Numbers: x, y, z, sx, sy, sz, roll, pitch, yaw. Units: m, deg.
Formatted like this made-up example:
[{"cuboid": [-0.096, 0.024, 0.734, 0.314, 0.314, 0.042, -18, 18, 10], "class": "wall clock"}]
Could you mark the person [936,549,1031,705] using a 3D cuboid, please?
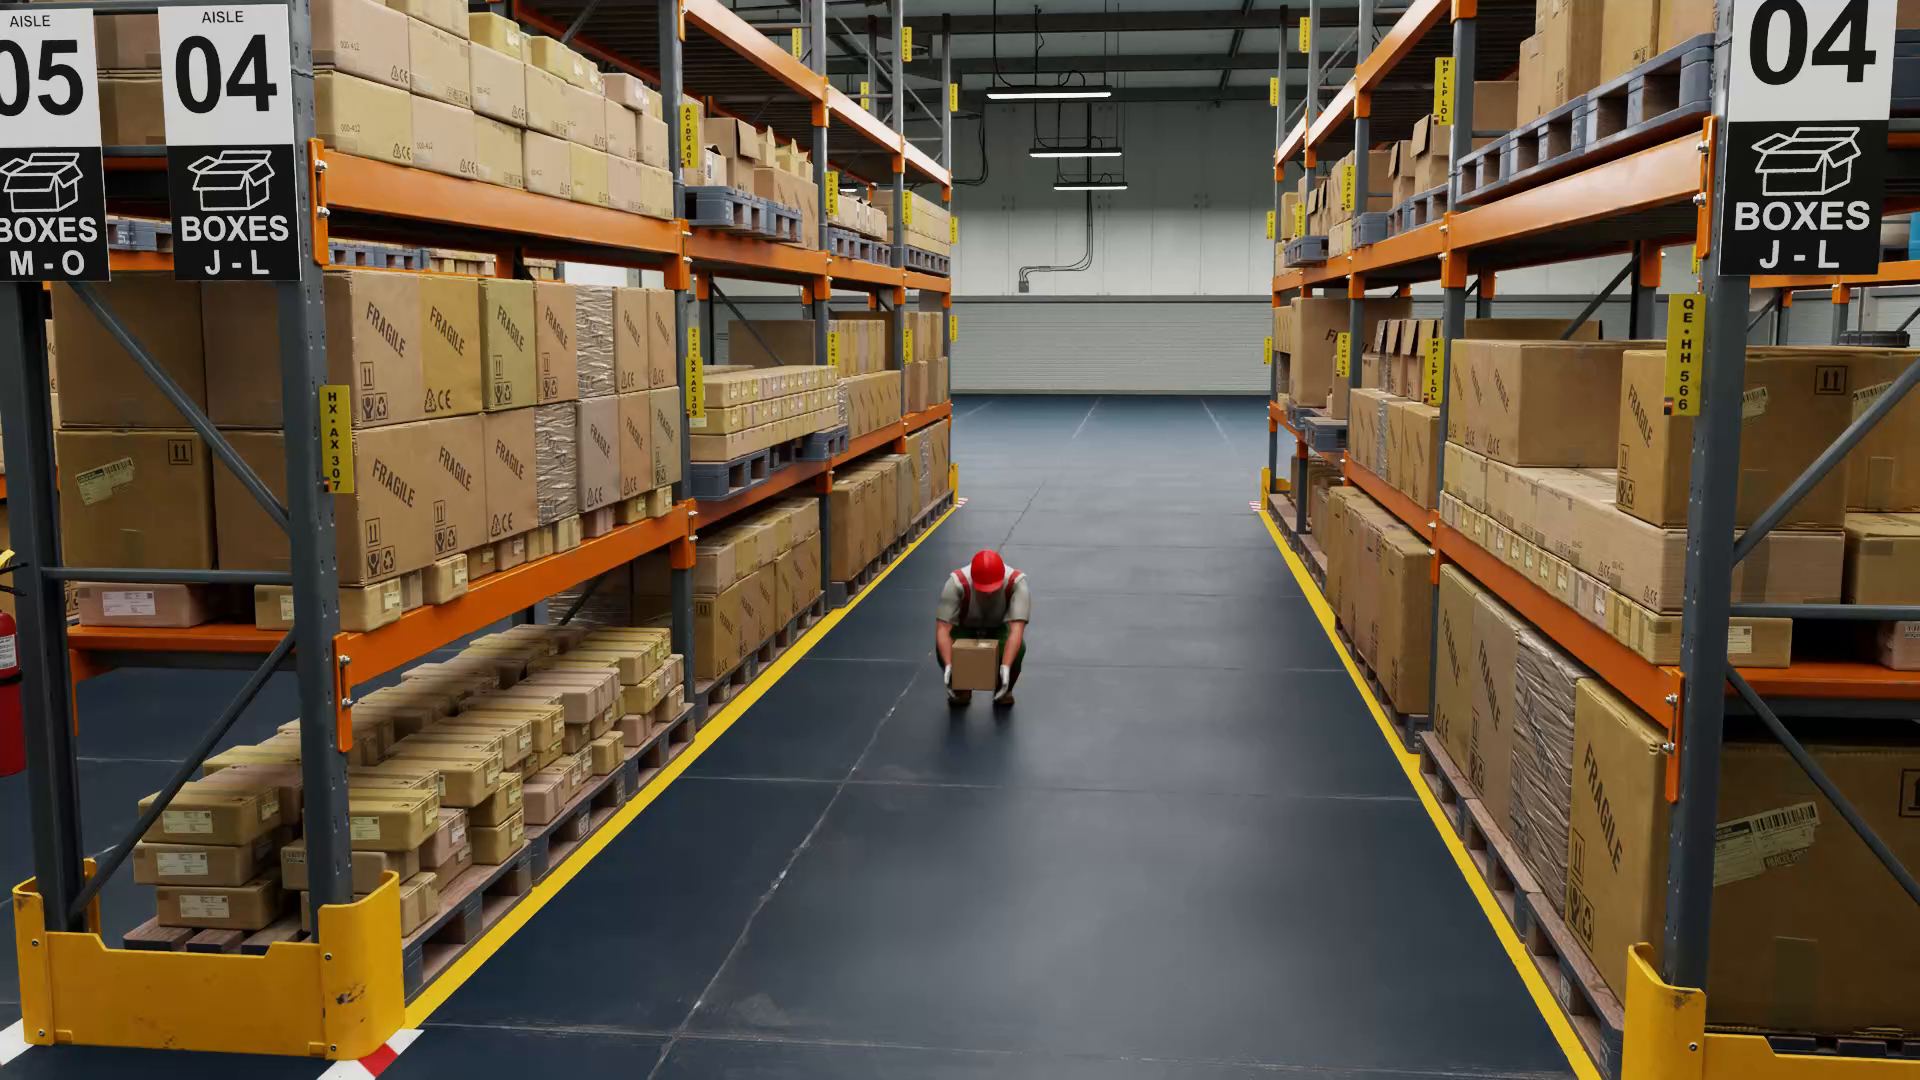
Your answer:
[{"cuboid": [0.143, 0.511, 9.895, 0.570, 0.992, 0.869, 1, 8, 6], "class": "person"}]
